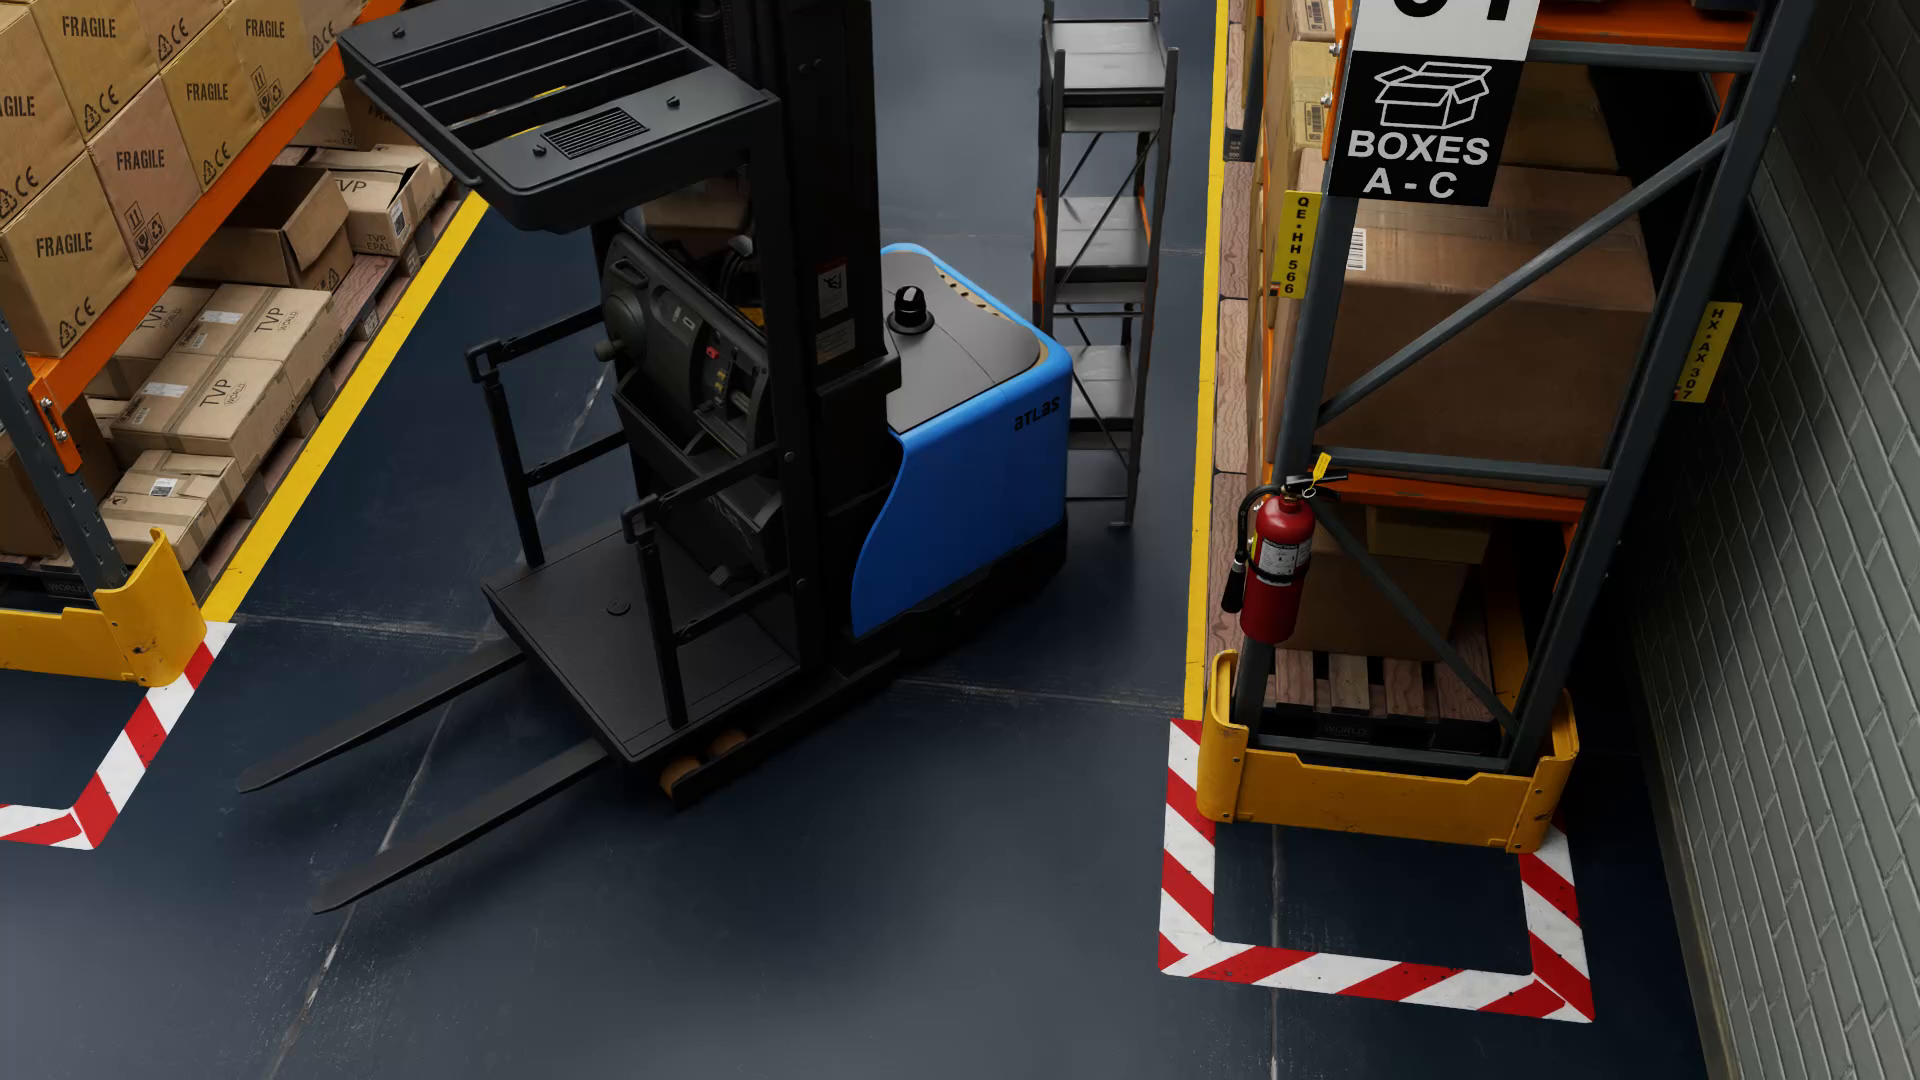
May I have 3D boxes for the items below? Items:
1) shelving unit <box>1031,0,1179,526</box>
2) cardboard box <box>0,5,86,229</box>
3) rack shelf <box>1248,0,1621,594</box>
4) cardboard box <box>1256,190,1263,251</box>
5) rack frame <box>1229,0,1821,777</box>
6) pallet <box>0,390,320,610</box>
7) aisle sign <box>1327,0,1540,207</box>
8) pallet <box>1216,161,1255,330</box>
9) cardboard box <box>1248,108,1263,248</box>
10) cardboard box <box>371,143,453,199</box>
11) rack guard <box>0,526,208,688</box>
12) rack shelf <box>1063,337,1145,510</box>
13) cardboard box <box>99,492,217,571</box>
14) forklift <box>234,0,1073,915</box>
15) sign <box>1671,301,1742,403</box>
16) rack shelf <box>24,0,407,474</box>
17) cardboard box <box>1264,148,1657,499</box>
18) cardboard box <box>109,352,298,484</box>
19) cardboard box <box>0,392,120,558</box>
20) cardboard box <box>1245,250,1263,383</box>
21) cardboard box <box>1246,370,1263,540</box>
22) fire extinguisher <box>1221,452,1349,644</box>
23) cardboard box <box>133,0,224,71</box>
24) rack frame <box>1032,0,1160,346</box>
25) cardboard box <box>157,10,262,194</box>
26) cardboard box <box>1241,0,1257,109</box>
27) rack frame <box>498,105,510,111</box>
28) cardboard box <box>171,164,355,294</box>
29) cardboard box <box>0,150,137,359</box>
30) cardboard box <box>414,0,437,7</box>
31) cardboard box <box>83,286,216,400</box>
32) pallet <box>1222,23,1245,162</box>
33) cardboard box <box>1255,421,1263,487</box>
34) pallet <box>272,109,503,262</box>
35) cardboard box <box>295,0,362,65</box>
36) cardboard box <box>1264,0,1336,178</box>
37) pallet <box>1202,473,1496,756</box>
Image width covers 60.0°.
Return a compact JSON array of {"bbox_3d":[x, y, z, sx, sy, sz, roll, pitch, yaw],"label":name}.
[{"bbox_3d":[0.499,-0.988,6.267,0.431,2.100,0.503,-1,43,-1],"label":"shelving unit"},{"bbox_3d":[-3.171,-1.332,5.176,0.500,0.500,0.500,6,44,7],"label":"cardboard box"},{"bbox_3d":[1.684,-1.309,6.474,1.077,0.370,4.000,5,44,6],"label":"rack shelf"},{"bbox_3d":[1.453,-1.340,7.025,0.380,0.149,0.250,4,44,4],"label":"cardboard box"},{"bbox_3d":[1.420,-0.207,4.787,1.000,3.000,0.127,5,44,6],"label":"rack frame"},{"bbox_3d":[-3.377,-0.237,6.847,1.003,0.211,1.213,5,44,6],"label":"pallet"},{"bbox_3d":[1.113,-1.129,3.870,0.394,0.787,0.004,5,44,6],"label":"aisle sign"},{"bbox_3d":[1.770,-1.409,8.085,1.003,0.211,1.213,5,44,6],"label":"pallet"},{"bbox_3d":[1.748,-1.677,7.853,0.700,0.500,0.500,6,44,6],"label":"cardboard box"},{"bbox_3d":[-2.746,-1.830,8.255,0.380,0.149,0.250,5,44,6],"label":"cardboard box"},{"bbox_3d":[-3.481,0.201,6.174,1.175,0.500,0.348,5,44,6],"label":"rack guard"},{"bbox_3d":[0.499,-0.470,6.757,0.431,0.518,0.480,-1,43,-1],"label":"rack shelf"},{"bbox_3d":[-3.095,-0.033,6.357,0.380,0.149,0.250,5,44,6],"label":"cardboard box"},{"bbox_3d":[-1.047,-0.565,5.215,3.031,2.935,1.130,-29,51,-27],"label":"forklift"},{"bbox_3d":[1.969,-0.496,4.404,0.100,0.325,0.005,5,44,6],"label":"sign"},{"bbox_3d":[-3.227,-1.756,6.947,1.077,0.370,4.000,5,44,6],"label":"rack shelf"},{"bbox_3d":[1.477,-0.664,5.052,0.980,0.700,0.700,7,44,7],"label":"cardboard box"},{"bbox_3d":[-3.072,-0.502,6.778,0.500,0.250,0.500,5,44,6],"label":"cardboard box"},{"bbox_3d":[-3.663,-0.300,6.383,0.500,0.500,0.500,5,44,6],"label":"cardboard box"},{"bbox_3d":[1.608,-0.986,7.122,0.700,0.500,0.500,6,44,6],"label":"cardboard box"},{"bbox_3d":[1.479,-0.279,6.376,0.700,0.500,0.500,5,44,5],"label":"cardboard box"},{"bbox_3d":[0.942,0.017,4.877,0.296,0.674,0.183,5,44,6],"label":"fire extinguisher"},{"bbox_3d":[-3.038,-2.030,5.912,0.500,0.500,0.500,6,44,6],"label":"cardboard box"},{"bbox_3d":[0.492,-1.156,6.444,0.400,2.100,0.015,-1,43,-1],"label":"rack frame"},{"bbox_3d":[-3.039,-1.663,6.252,0.500,0.500,0.500,5,44,5],"label":"cardboard box"},{"bbox_3d":[1.906,-2.760,8.741,0.750,0.750,0.750,6,44,6],"label":"cardboard box"},{"bbox_3d":[-2.962,-3.381,8.139,1.000,3.000,0.127,5,44,6],"label":"rack frame"},{"bbox_3d":[-3.206,-1.353,7.493,0.797,0.503,0.637,5,44,6],"label":"cardboard box"},{"bbox_3d":[-3.171,-0.969,5.519,0.500,0.500,0.500,6,44,6],"label":"cardboard box"},{"bbox_3d":[-2.657,-2.940,9.172,0.500,0.500,0.500,3,44,4],"label":"cardboard box"},{"bbox_3d":[-3.508,-0.854,7.150,0.500,0.250,0.500,5,44,6],"label":"cardboard box"},{"bbox_3d":[1.976,-2.453,9.187,1.003,0.211,1.213,5,44,6],"label":"pallet"},{"bbox_3d":[1.249,-0.278,5.902,0.380,0.149,0.250,5,44,5],"label":"cardboard box"},{"bbox_3d":[-3.054,-1.900,8.603,1.003,0.211,1.213,5,44,6],"label":"pallet"},{"bbox_3d":[-2.906,-2.351,6.979,0.500,0.500,0.500,6,44,6],"label":"cardboard box"},{"bbox_3d":[1.672,-1.680,6.124,0.980,0.700,0.700,3,44,3],"label":"cardboard box"},{"bbox_3d":[1.448,0.254,6.329,1.003,0.211,1.213,5,44,6],"label":"pallet"}]
